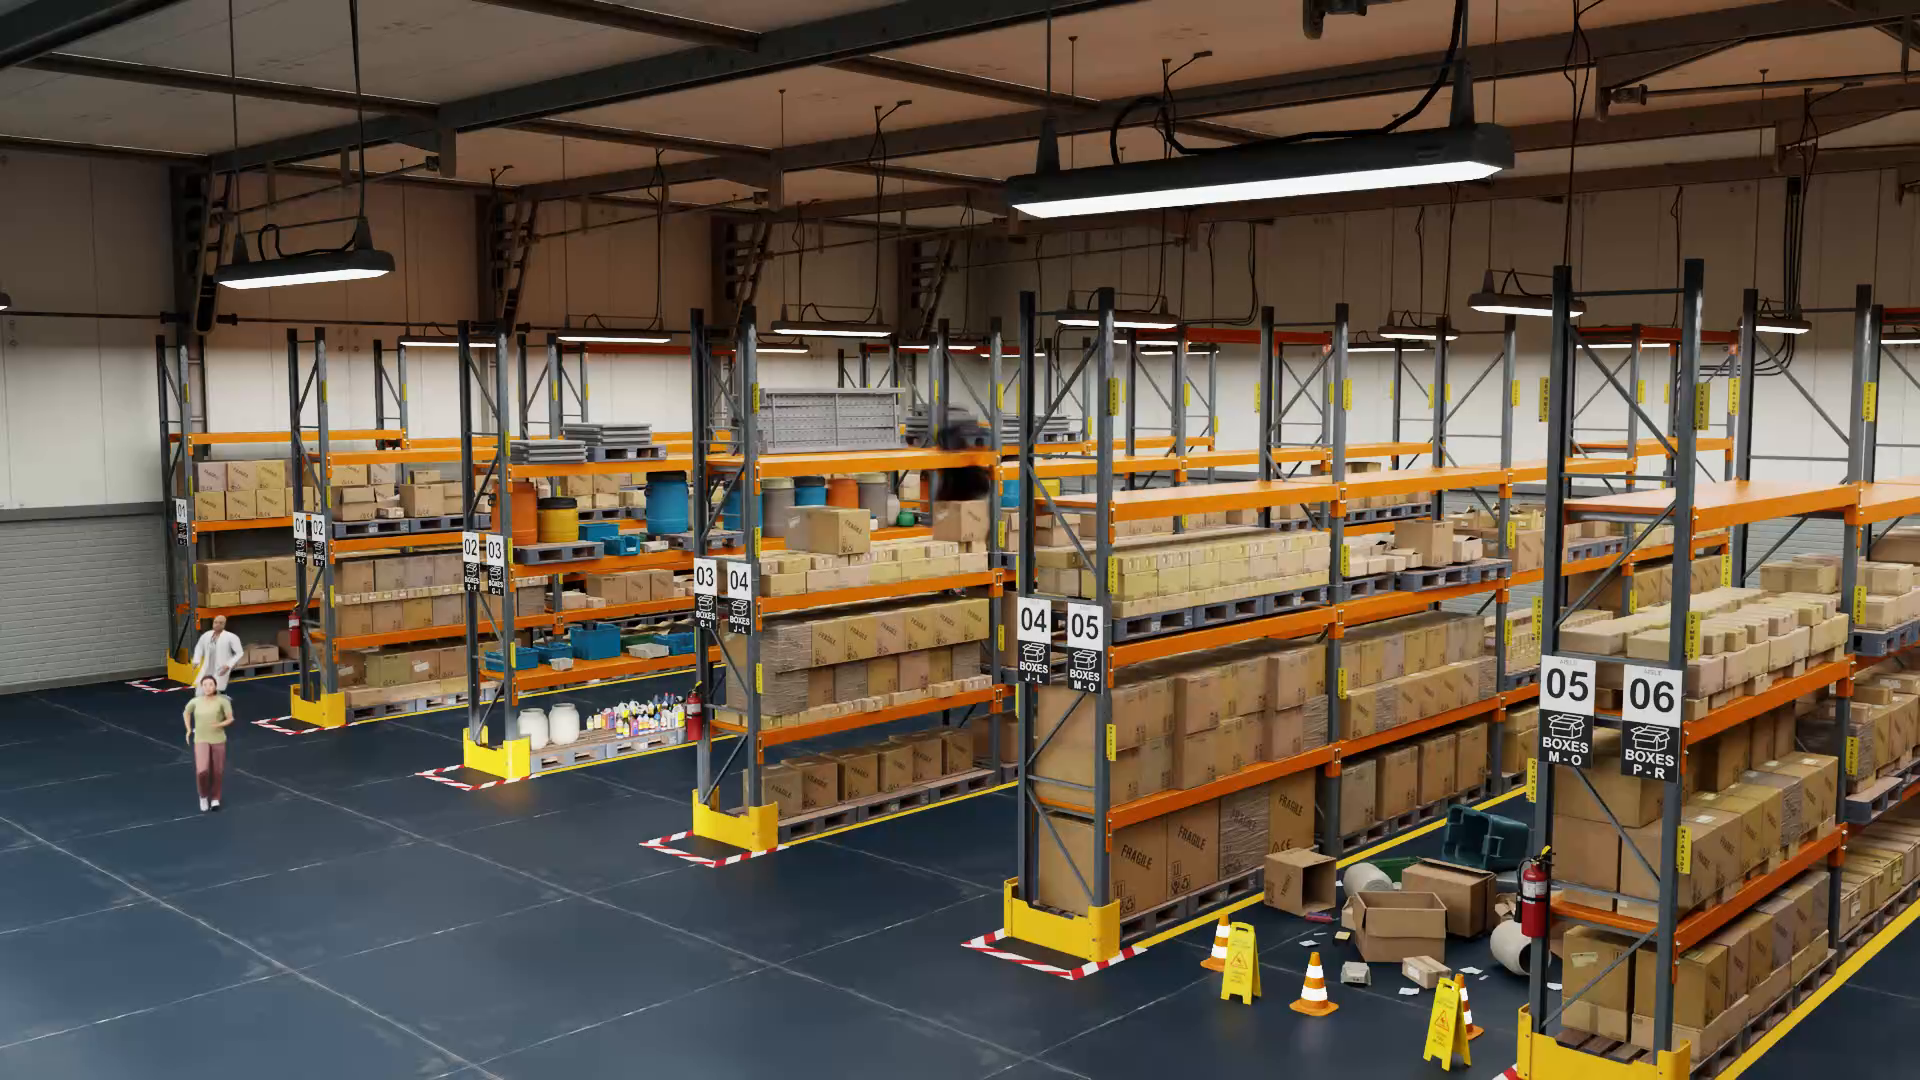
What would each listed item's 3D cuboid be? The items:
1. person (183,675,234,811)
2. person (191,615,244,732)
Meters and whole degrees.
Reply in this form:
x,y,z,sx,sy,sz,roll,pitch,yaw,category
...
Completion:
x,y,z,sx,sy,sz,roll,pitch,yaw,category
-9.049,2.447,20.057,0.561,1.638,0.632,-2,6,-24,person
-11.124,1.987,24.956,0.759,1.742,0.702,1,5,7,person
